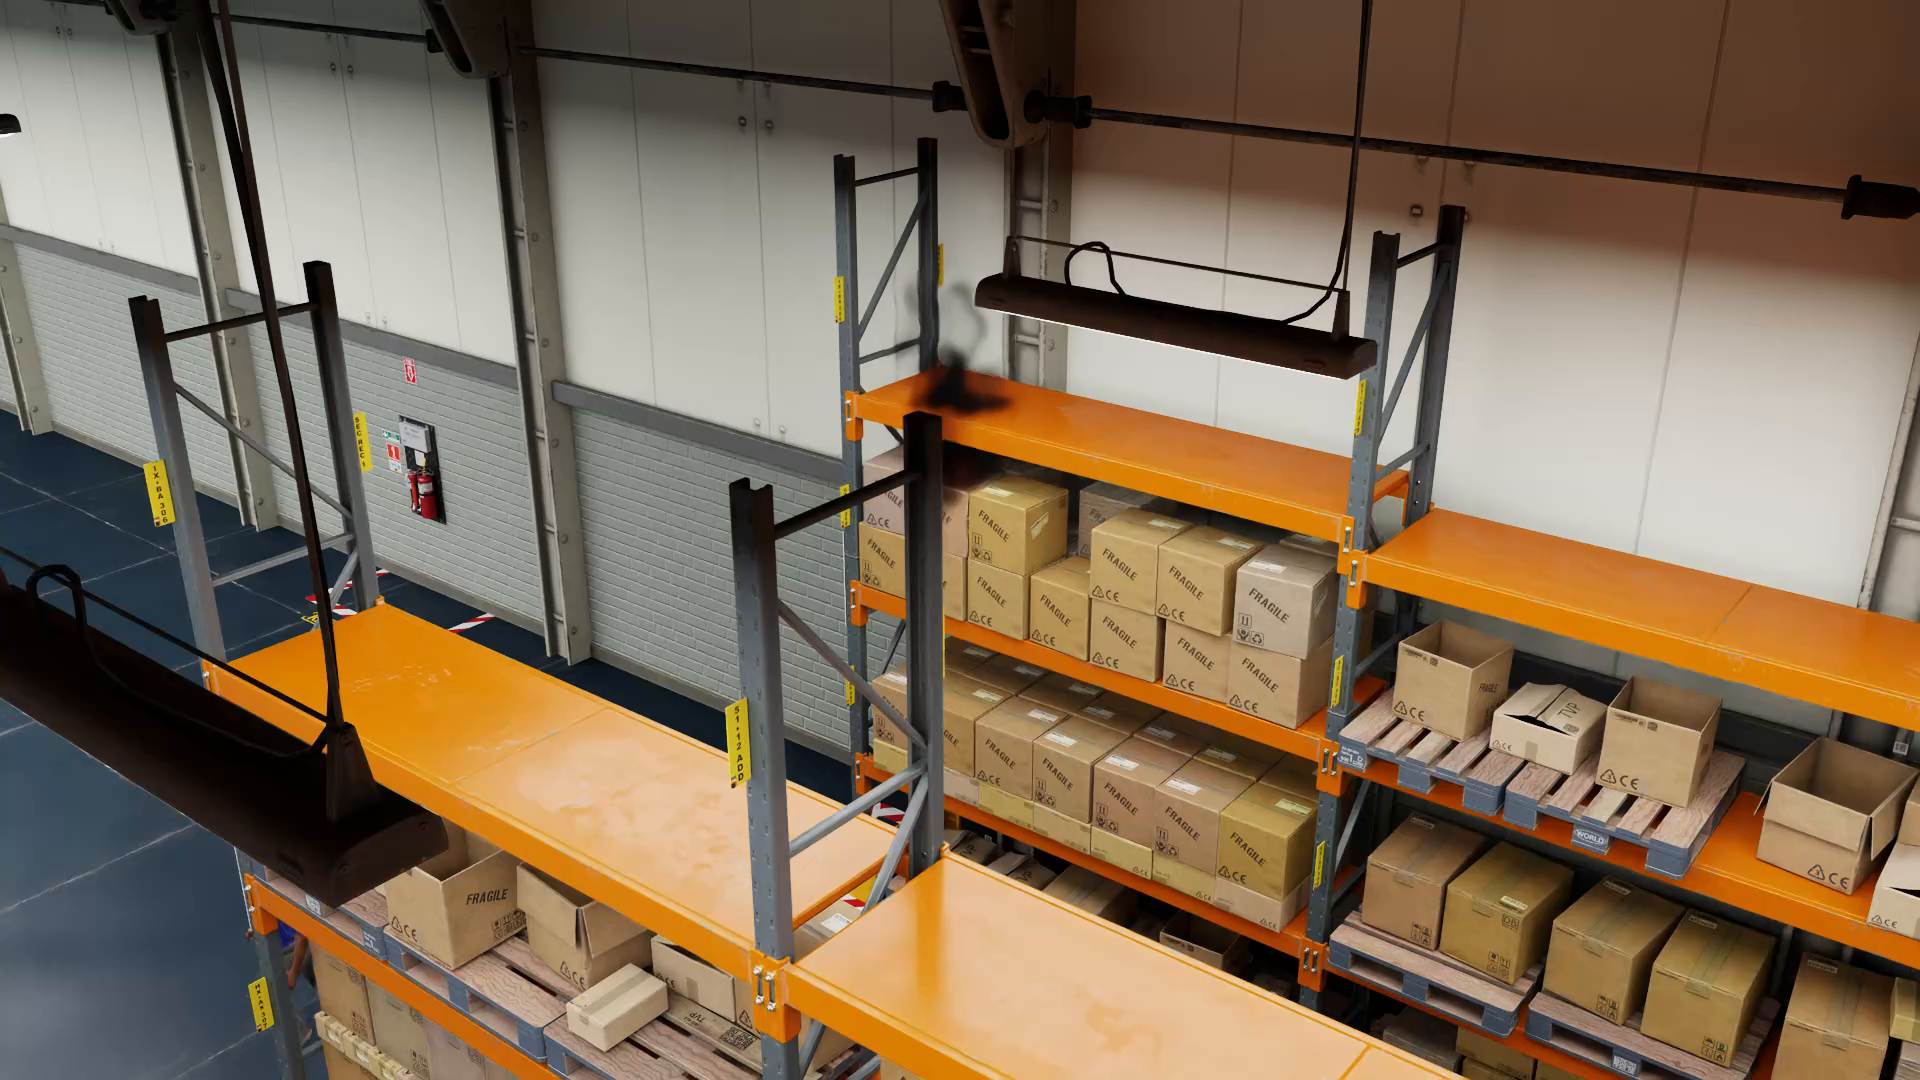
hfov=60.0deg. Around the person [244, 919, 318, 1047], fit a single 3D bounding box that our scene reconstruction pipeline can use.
[{"bbox_3d":[-4.476,2.814,11.120,0.612,1.675,0.634,-3,23,-7],"label":"person"}]
